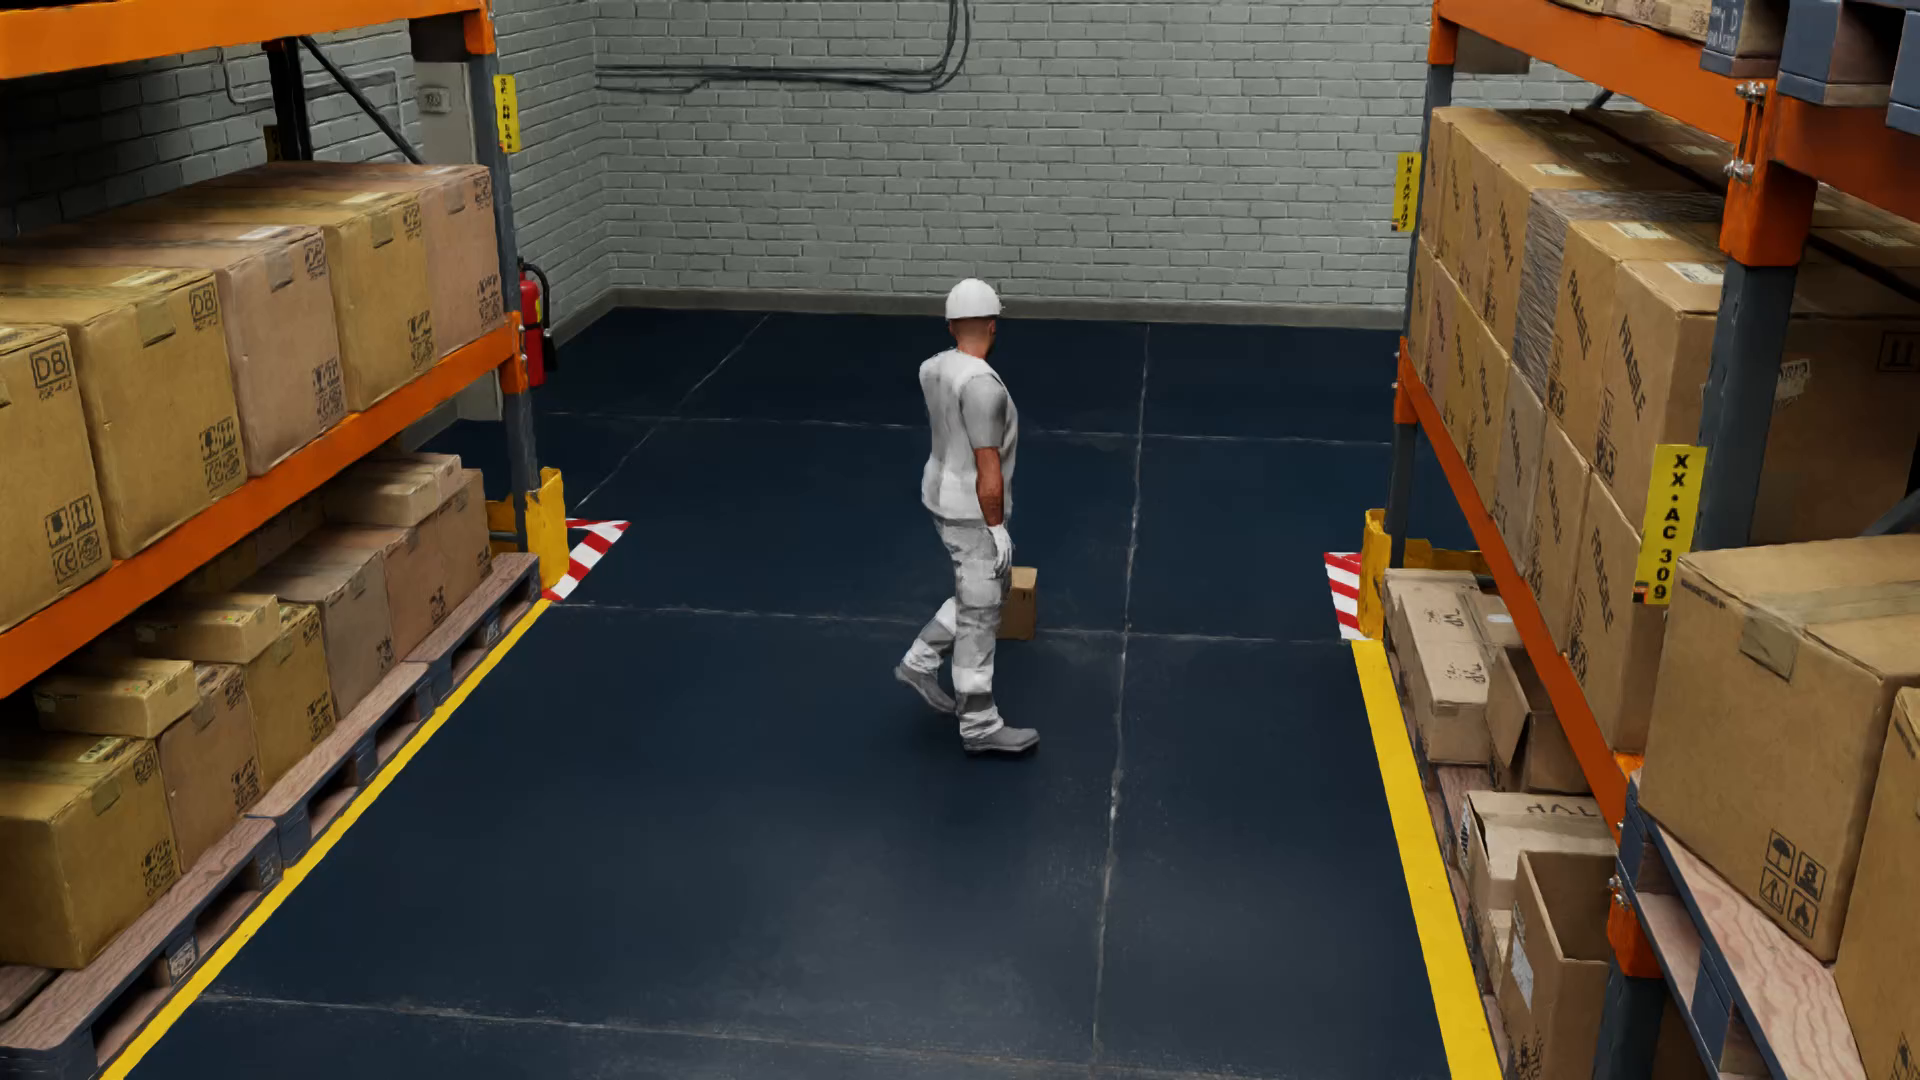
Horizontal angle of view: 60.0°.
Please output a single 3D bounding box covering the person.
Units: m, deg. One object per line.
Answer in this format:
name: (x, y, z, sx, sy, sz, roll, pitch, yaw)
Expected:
person: (0.002, -0.087, 6.272, 0.509, 1.771, 0.633, -7, 22, -17)
